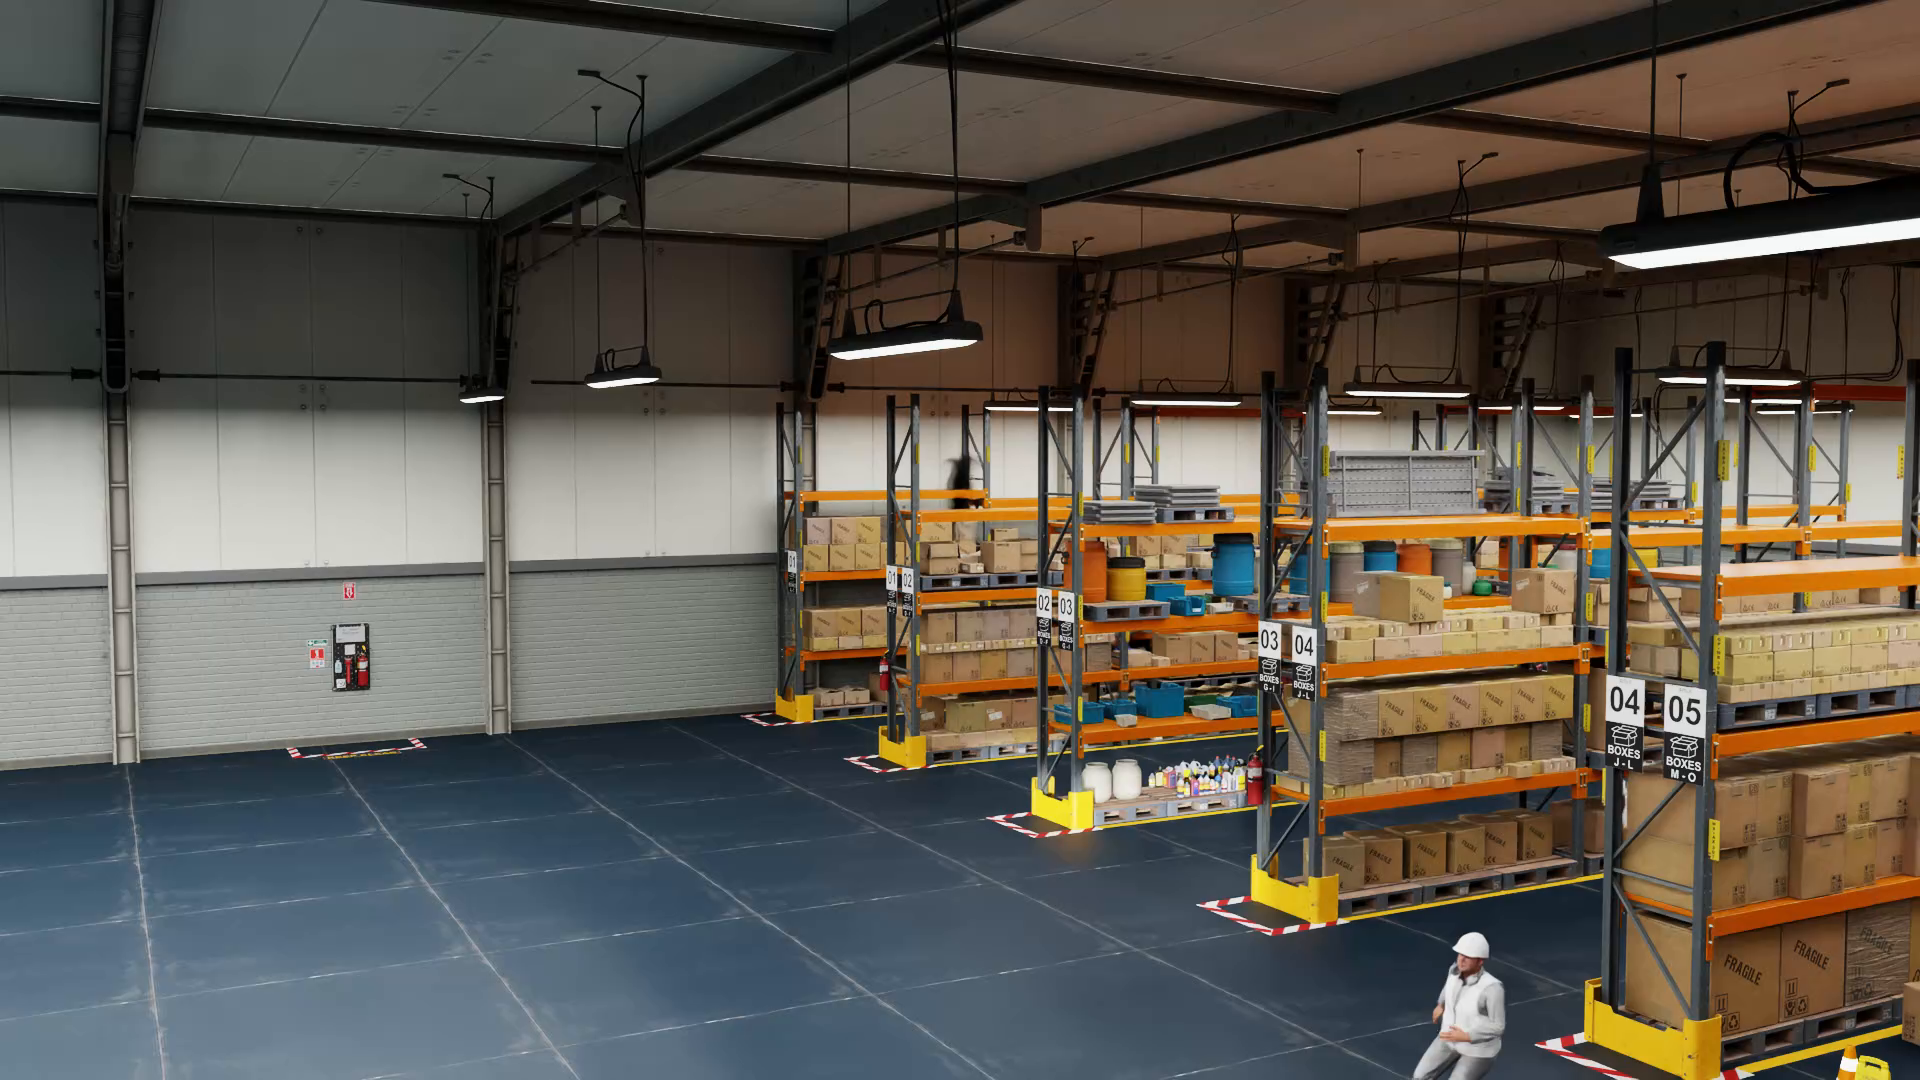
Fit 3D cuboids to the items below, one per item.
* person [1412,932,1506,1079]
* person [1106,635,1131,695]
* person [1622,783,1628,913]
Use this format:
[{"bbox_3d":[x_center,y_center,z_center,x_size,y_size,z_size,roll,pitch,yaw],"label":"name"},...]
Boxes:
[{"bbox_3d":[3.610,3.649,12.090,0.675,1.670,0.829,-3,4,-38],"label":"person"},{"bbox_3d":[2.995,2.580,31.341,0.773,1.608,0.558,-1,3,-22],"label":"person"},{"bbox_3d":[7.498,3.369,18.418,1.161,1.540,0.692,-2,4,-31],"label":"person"}]
